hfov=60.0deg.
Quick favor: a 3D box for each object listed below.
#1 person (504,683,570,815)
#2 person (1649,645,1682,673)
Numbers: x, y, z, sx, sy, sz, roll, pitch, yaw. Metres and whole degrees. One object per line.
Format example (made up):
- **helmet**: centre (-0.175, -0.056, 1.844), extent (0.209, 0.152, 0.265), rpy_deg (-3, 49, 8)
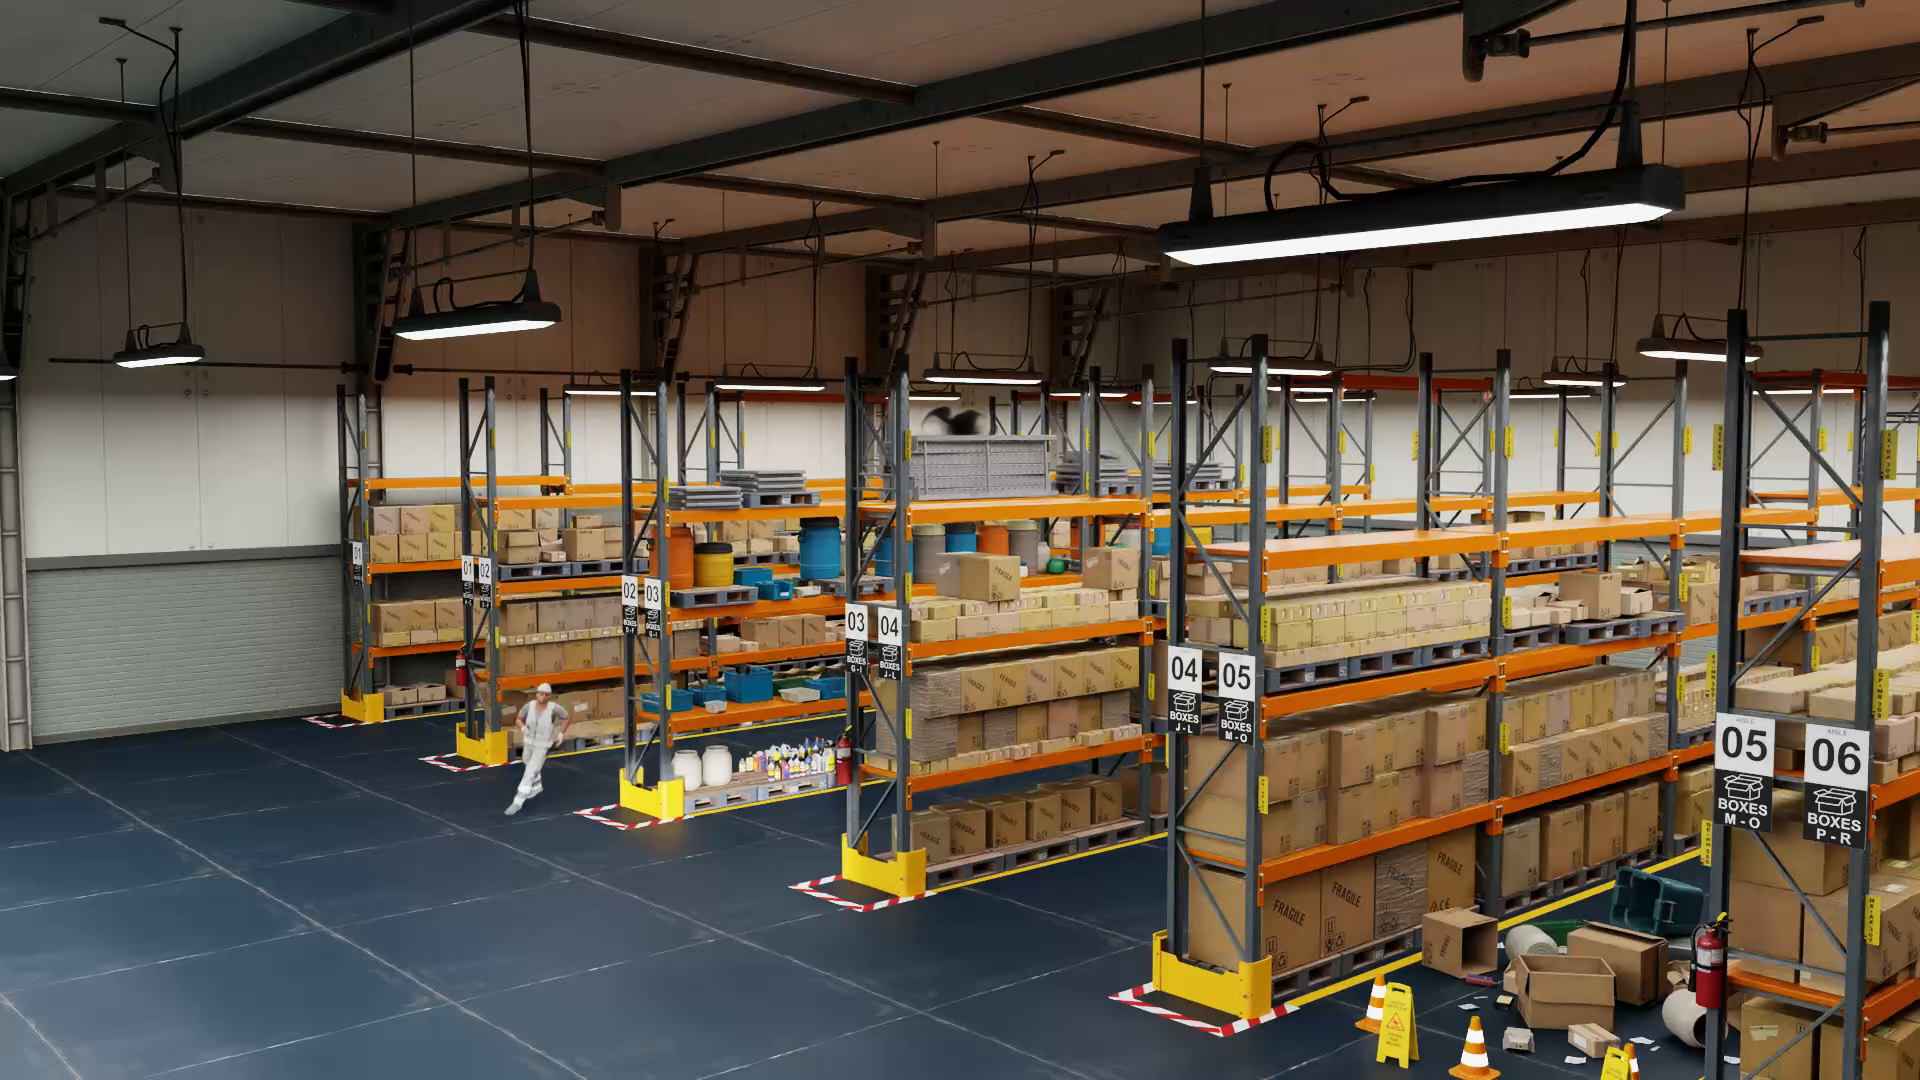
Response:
- **person**: centre (-5.757, 2.800, 22.684), extent (0.748, 1.742, 1.005), rpy_deg (1, 4, 12)
- **person**: centre (11.823, 2.526, 27.974), extent (0.488, 1.563, 0.728), rpy_deg (3, 5, 39)
